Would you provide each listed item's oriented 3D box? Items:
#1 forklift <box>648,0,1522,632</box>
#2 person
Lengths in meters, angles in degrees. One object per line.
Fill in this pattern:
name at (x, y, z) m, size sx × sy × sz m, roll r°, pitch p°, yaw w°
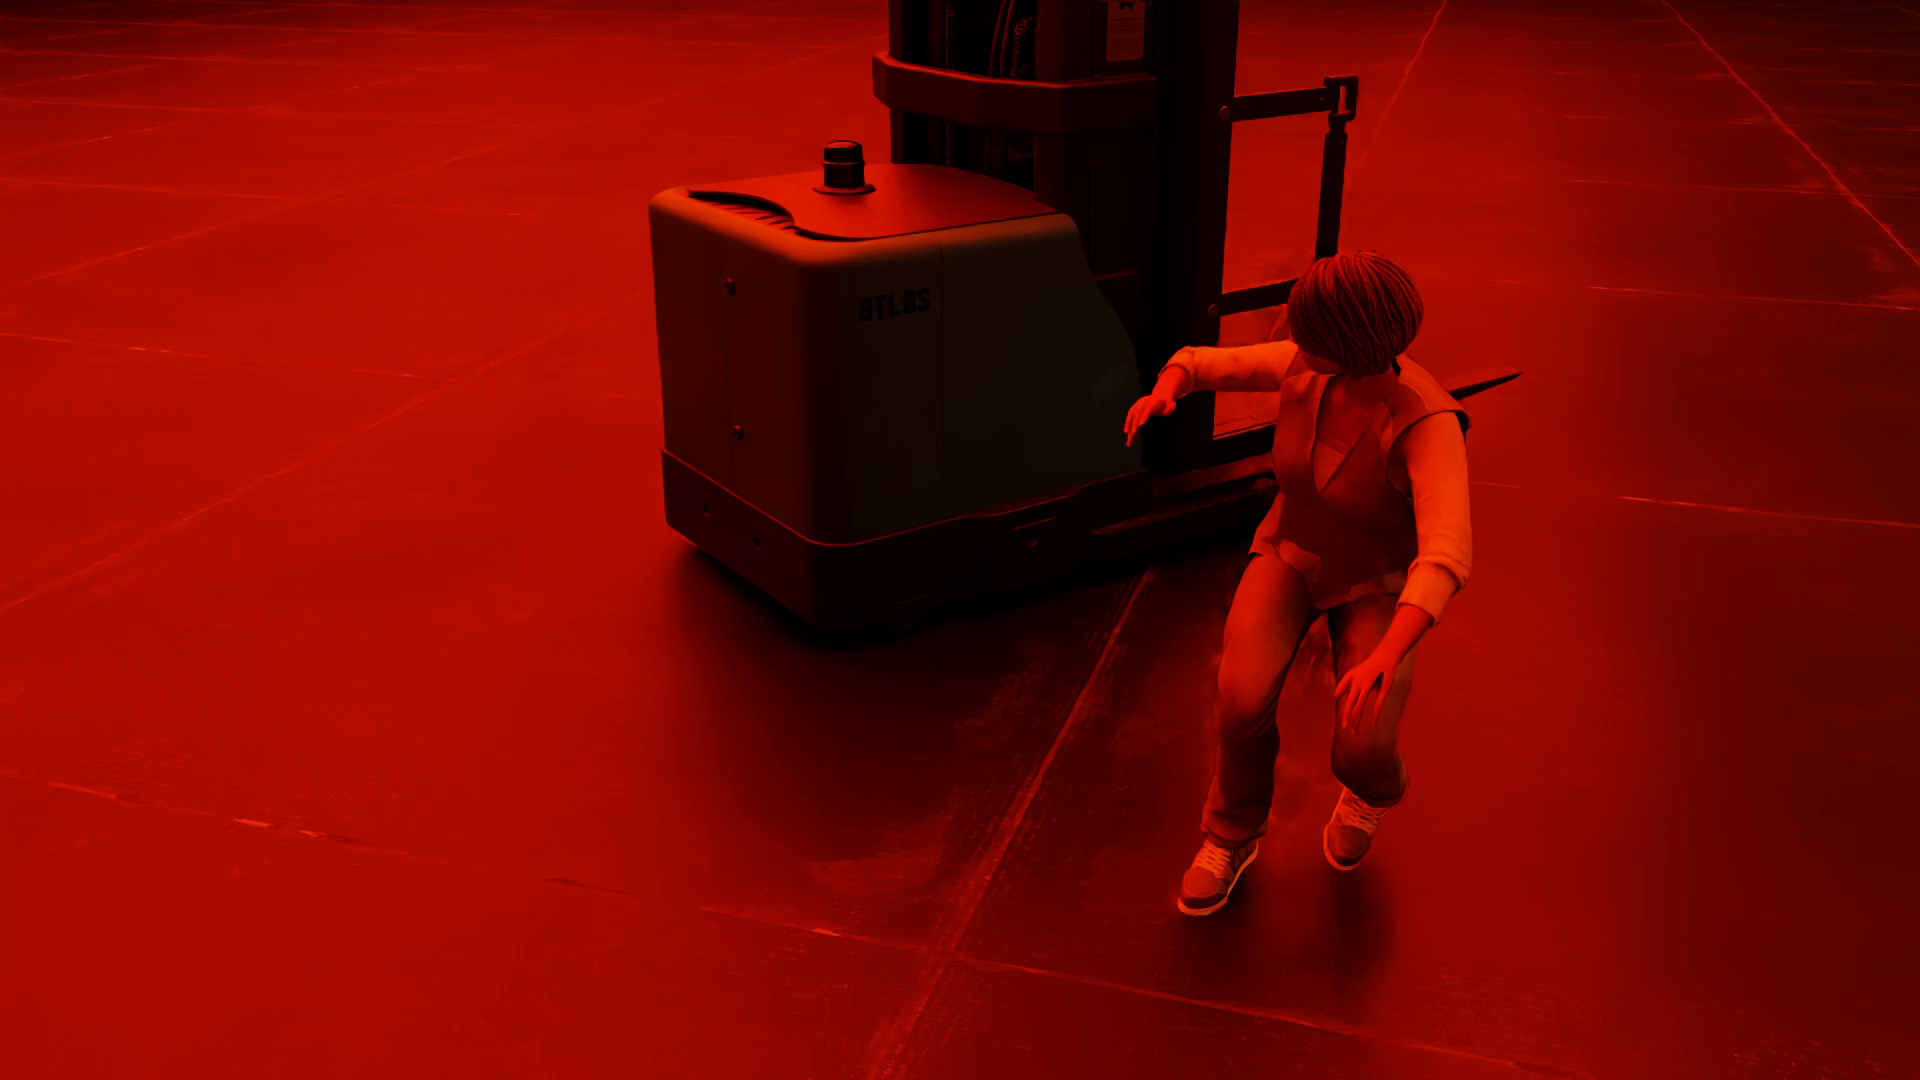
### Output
forklift at (0.600, -1.531, 4.987) m, size 3.031 × 2.935 × 1.130 m, roll -15°, pitch 27°, yaw -32°
person at (0.606, 0.125, 3.081) m, size 0.680 × 1.331 × 0.882 m, roll 11°, pitch 25°, yaw 26°
